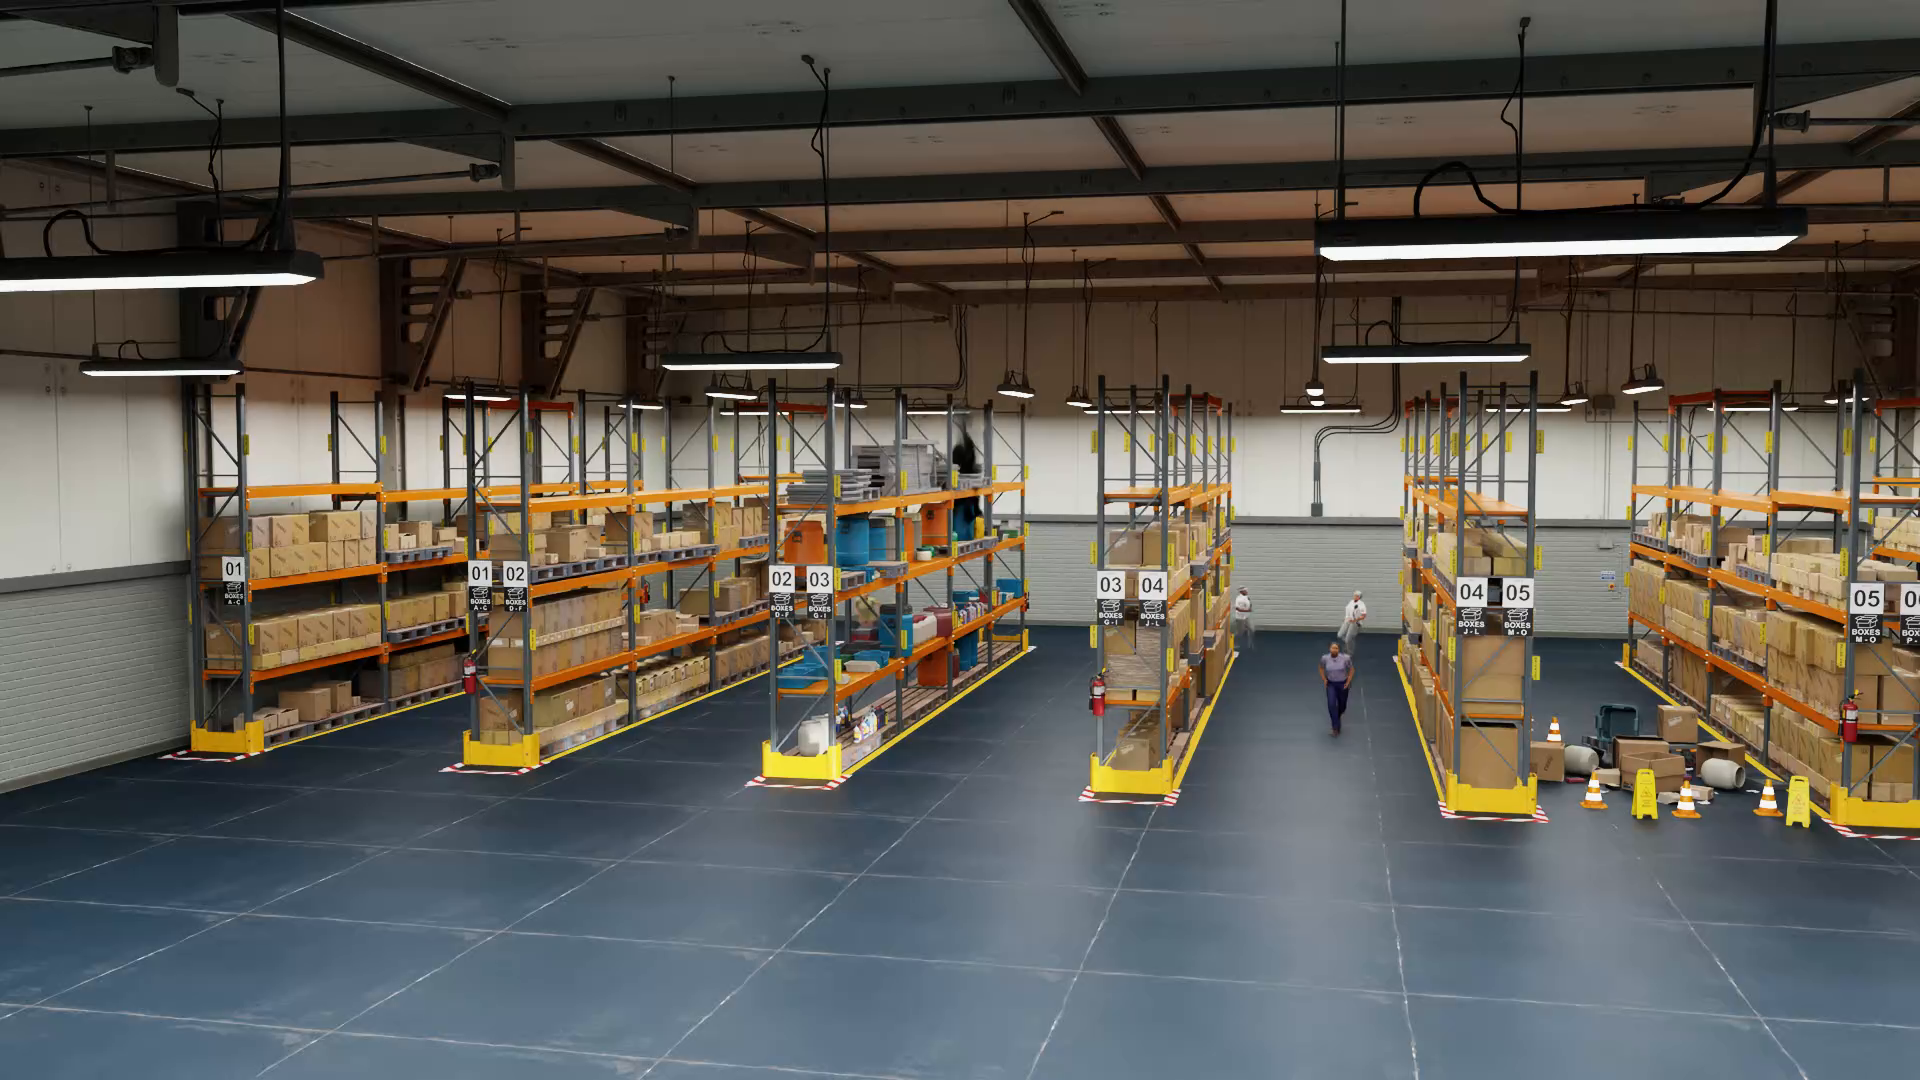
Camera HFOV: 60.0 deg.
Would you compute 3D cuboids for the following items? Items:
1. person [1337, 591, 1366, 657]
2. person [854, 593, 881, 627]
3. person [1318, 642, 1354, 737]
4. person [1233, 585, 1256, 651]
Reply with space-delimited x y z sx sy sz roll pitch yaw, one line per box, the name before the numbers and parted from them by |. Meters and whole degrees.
person | 9.177 1.979 39.053 0.480 1.608 0.739 -2 4 -32
person | -2.064 1.826 36.767 0.571 1.598 0.676 1 3 16
person | 6.549 2.576 28.960 0.608 1.633 0.908 1 3 12
person | 6.787 1.919 40.367 0.703 1.707 0.691 2 4 35
